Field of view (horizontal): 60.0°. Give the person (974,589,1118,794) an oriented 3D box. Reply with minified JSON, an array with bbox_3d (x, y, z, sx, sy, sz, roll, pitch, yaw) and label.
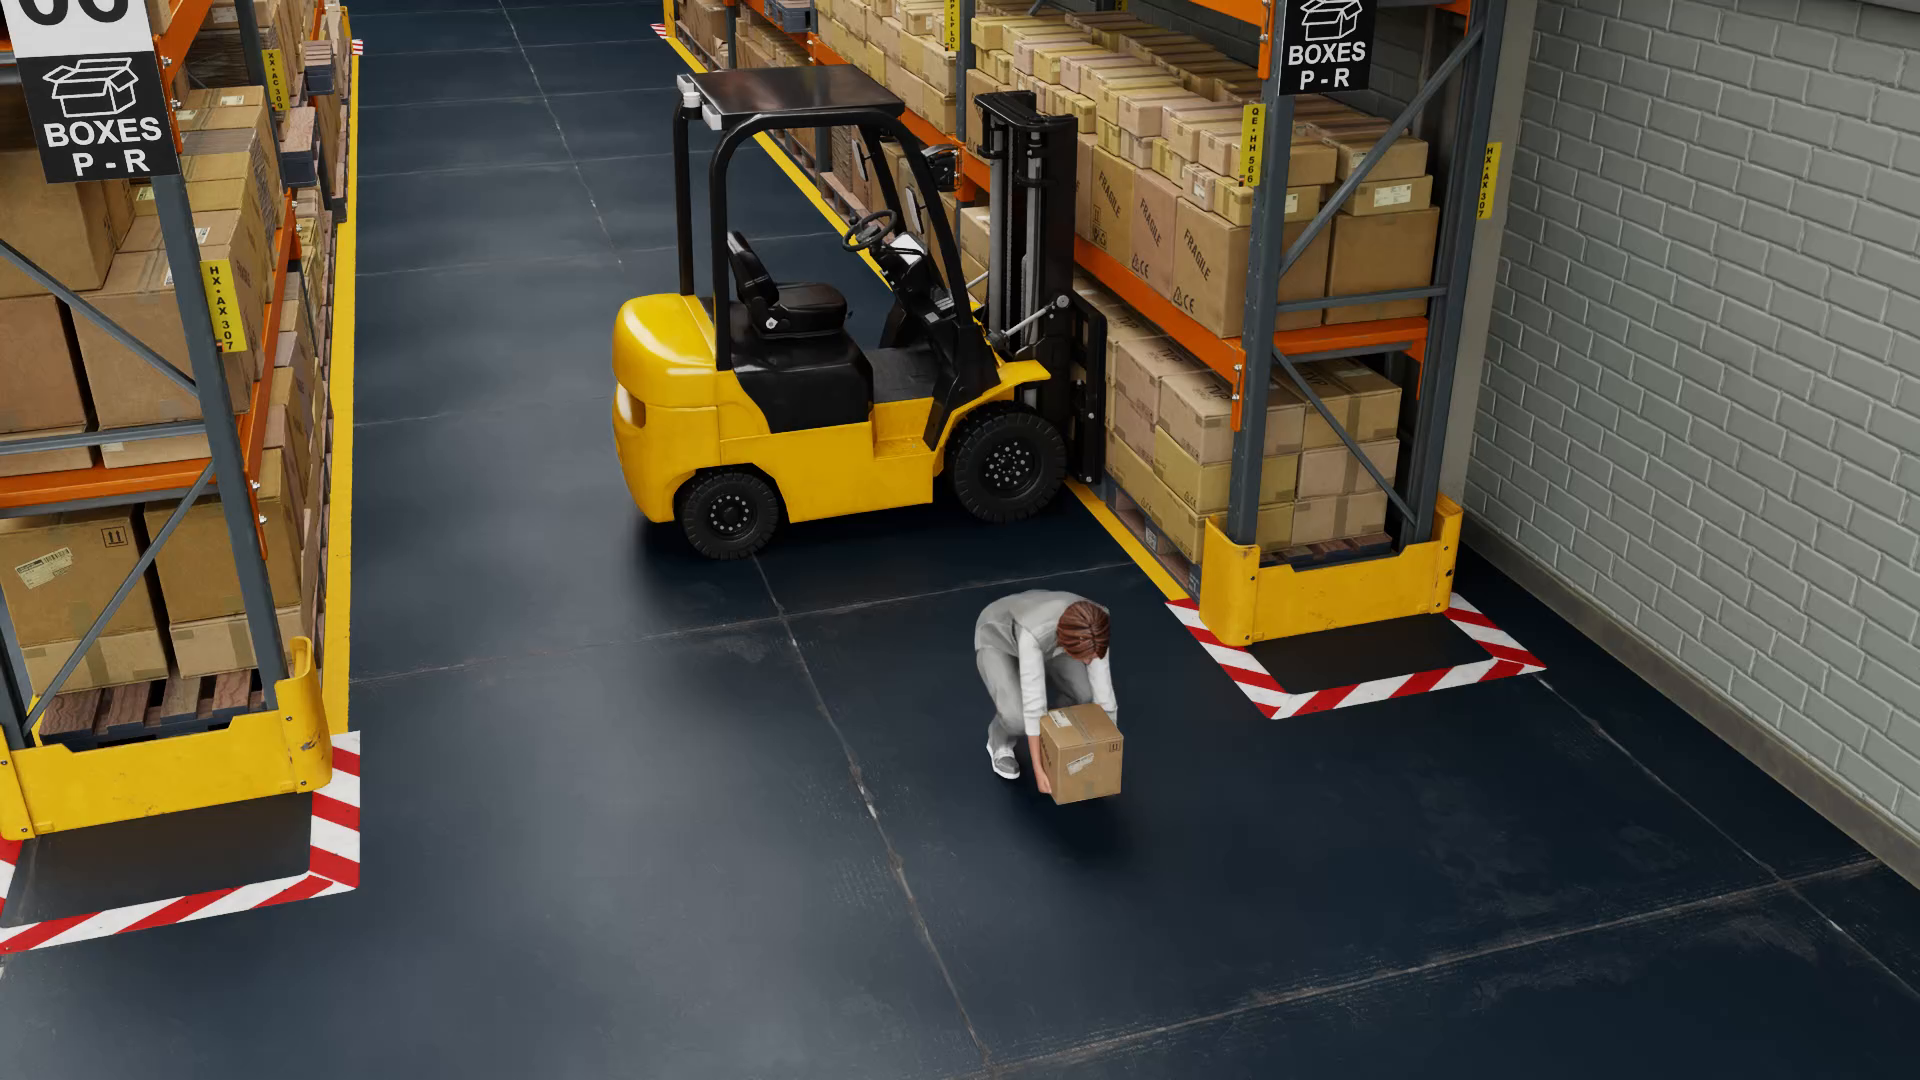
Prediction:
[{"bbox_3d":[0.325,0.530,6.349,0.419,0.908,0.835,-9,28,-17],"label":"person"}]
